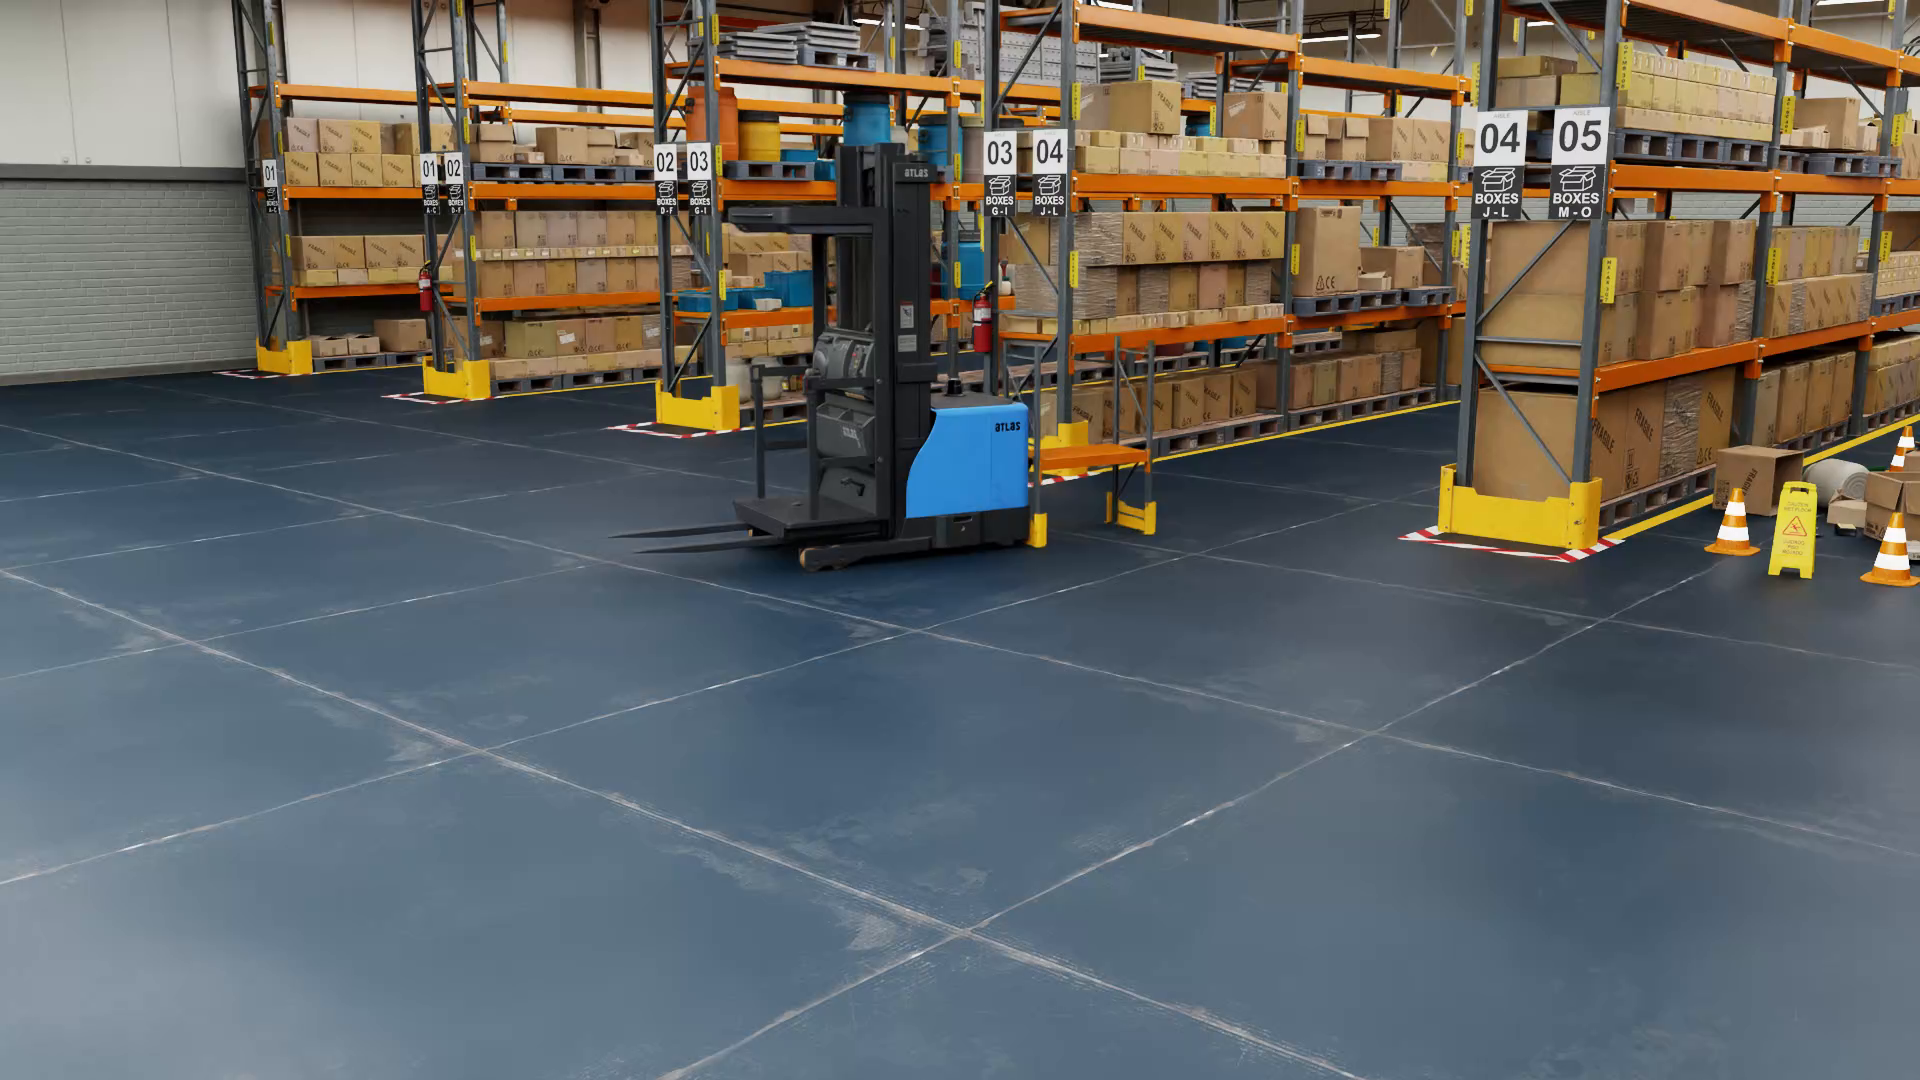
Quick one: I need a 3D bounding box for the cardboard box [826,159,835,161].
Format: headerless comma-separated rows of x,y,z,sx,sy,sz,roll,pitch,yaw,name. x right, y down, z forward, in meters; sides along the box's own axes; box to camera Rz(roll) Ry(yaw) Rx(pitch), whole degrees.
-2.104,-6.062,27.057,0.500,0.250,0.500,10,15,42,cardboard box

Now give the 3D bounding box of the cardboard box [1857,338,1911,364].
10.892,-2.239,19.657,0.500,0.250,0.500,10,15,41,cardboard box

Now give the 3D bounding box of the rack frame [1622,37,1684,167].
11.206,-7.450,27.036,1.000,3.000,0.127,10,15,40,rack frame

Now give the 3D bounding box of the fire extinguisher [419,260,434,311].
-7.222,-3.440,22.474,0.296,0.674,0.183,10,15,40,fire extinguisher

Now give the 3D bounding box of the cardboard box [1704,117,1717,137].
5.936,-3.370,13.579,0.380,0.149,0.250,10,15,40,cardboard box

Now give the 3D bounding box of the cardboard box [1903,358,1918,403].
11.244,-1.952,20.135,0.500,0.500,0.500,9,15,39,cardboard box

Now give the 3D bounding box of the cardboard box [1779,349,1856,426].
9.114,-1.700,18.234,1.050,0.750,0.750,10,15,40,cardboard box

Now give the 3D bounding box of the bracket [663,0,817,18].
-4.504,-10.274,31.986,0.076,0.066,4.783,10,15,40,bracket

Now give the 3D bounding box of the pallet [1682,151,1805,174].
7.511,-3.605,15.931,0.805,0.209,1.217,9,14,38,pallet

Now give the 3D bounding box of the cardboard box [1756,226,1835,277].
8.610,-2.999,17.261,0.700,0.500,0.500,9,15,39,cardboard box

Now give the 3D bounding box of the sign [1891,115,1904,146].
9.995,-4.365,17.728,0.100,0.325,0.005,10,15,40,sign

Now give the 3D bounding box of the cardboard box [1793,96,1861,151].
8.647,-4.158,16.629,0.500,0.500,0.500,10,15,40,cardboard box

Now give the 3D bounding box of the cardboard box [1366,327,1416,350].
5.505,-2.586,21.346,0.500,0.250,0.500,11,15,43,cardboard box

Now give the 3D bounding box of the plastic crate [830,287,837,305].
-1.544,-3.116,21.194,0.450,0.188,0.662,10,15,40,plastic crate

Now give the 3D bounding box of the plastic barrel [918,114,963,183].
-0.264,-5.203,22.162,0.600,0.901,0.708,10,15,40,plastic barrel

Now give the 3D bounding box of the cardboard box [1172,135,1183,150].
2.013,-3.987,16.723,0.380,0.149,0.250,10,15,40,cardboard box

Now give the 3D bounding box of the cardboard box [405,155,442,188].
-8.707,-5.928,26.769,0.500,0.500,0.500,9,14,38,cardboard box

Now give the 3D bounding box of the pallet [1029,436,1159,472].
1.257,-0.913,16.742,1.003,0.211,1.213,10,15,40,pallet

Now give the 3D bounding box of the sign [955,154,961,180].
-0.030,-4.786,21.331,0.100,0.325,0.005,10,15,40,sign

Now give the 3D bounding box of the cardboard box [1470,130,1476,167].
6.777,-5.294,22.575,0.500,0.500,0.500,11,16,43,cardboard box

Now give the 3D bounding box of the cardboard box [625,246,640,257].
-4.846,-4.174,24.039,0.380,0.149,0.250,10,15,40,cardboard box

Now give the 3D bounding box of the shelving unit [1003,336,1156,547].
0.916,-0.782,12.795,1.083,1.500,0.587,-6,13,-28,shelving unit

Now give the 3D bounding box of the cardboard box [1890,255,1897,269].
10.550,-3.207,19.158,0.380,0.149,0.250,9,14,38,cardboard box

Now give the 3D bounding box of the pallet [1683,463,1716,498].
6.383,-0.617,15.263,1.003,0.211,1.213,10,15,40,pallet

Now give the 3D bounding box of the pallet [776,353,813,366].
-2.892,-2.950,26.943,1.003,0.211,1.213,10,15,40,pallet

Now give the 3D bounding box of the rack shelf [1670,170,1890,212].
8.264,-3.499,16.749,1.077,0.370,4.000,10,15,40,rack shelf

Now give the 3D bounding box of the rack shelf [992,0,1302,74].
1.964,-5.036,16.794,1.077,0.370,4.000,10,15,40,rack shelf

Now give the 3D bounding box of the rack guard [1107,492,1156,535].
1.352,-0.216,13.153,0.087,0.250,0.587,-6,13,-28,rack guard

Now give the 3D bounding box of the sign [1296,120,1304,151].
3.697,-4.398,18.094,0.100,0.325,0.005,10,15,40,sign

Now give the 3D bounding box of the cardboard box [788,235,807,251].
-3.380,-5.796,33.005,0.500,0.500,0.500,10,15,40,cardboard box

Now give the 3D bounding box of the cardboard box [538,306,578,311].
-7.117,-4.197,29.411,0.500,0.250,0.500,9,15,39,cardboard box

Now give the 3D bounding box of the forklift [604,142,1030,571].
-1.022,-1.335,11.913,3.031,2.935,1.130,-6,13,-28,forklift

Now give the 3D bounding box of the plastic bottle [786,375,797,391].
-2.130,-2.025,21.001,0.061,0.283,0.133,10,15,42,plastic bottle

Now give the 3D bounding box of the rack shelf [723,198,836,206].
-3.917,-6.665,32.600,1.077,0.370,4.000,10,15,40,rack shelf

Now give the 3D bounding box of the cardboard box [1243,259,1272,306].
2.941,-2.879,18.454,0.875,0.500,0.500,10,15,40,cardboard box

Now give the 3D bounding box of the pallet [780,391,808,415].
-1.716,-1.742,20.893,1.003,0.211,1.213,10,15,40,pallet

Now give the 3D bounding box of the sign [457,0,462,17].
-6.382,-6.840,21.194,0.100,0.325,0.005,10,15,40,sign

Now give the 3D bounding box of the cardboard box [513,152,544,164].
-5.886,-5.208,22.681,0.380,0.149,0.250,10,15,40,cardboard box

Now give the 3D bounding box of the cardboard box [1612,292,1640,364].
4.860,-1.716,13.260,0.875,0.550,0.550,10,15,40,cardboard box

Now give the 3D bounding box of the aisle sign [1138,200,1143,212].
3.591,-7.112,34.025,0.394,0.787,0.004,10,15,40,aisle sign

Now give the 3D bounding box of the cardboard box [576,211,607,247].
-5.437,-4.422,23.622,0.700,0.500,0.500,10,15,40,cardboard box

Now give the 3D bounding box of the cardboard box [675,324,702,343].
-4.103,-3.253,25.857,0.500,0.311,0.500,10,15,40,cardboard box

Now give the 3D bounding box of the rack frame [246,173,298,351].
-10.519,-4.075,25.457,1.000,3.000,0.127,10,15,40,rack frame

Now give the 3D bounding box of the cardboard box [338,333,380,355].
-9.618,-3.147,26.548,0.500,0.311,0.500,-11,15,-43,cardboard box

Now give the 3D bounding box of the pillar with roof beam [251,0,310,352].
-7.472,-6.675,23.158,9.100,9.000,0.400,10,15,40,pillar with roof beam

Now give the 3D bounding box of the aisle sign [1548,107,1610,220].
4.481,-2.724,12.051,0.394,0.787,0.004,10,15,40,aisle sign

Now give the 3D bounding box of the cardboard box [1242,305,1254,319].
2.981,-2.485,18.137,0.380,0.149,0.250,10,15,40,cardboard box

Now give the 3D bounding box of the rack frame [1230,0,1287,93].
4.845,-7.502,27.296,1.000,3.000,0.127,10,15,40,rack frame

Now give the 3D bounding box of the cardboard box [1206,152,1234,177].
2.494,-3.888,17.243,0.500,0.250,0.500,10,15,40,cardboard box

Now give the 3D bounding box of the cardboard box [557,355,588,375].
-5.616,-2.491,23.471,0.500,0.250,0.500,10,15,40,cardboard box

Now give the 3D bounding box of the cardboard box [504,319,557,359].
-5.945,-2.785,23.028,0.500,0.500,0.500,10,15,40,cardboard box

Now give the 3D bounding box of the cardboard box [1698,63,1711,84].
5.771,-3.724,13.318,0.380,0.149,0.250,10,15,41,cardboard box

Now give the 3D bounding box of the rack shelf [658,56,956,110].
-1.756,-5.482,20.039,1.077,0.370,4.000,10,15,40,rack shelf

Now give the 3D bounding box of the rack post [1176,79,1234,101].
3.604,-6.942,25.771,0.954,0.300,0.937,-10,15,-41,rack post

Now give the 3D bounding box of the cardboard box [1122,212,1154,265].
1.547,-2.958,16.293,0.500,0.500,0.500,10,15,40,cardboard box

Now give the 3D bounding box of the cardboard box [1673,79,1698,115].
5.481,-3.483,13.129,0.500,0.250,0.500,10,15,40,cardboard box
